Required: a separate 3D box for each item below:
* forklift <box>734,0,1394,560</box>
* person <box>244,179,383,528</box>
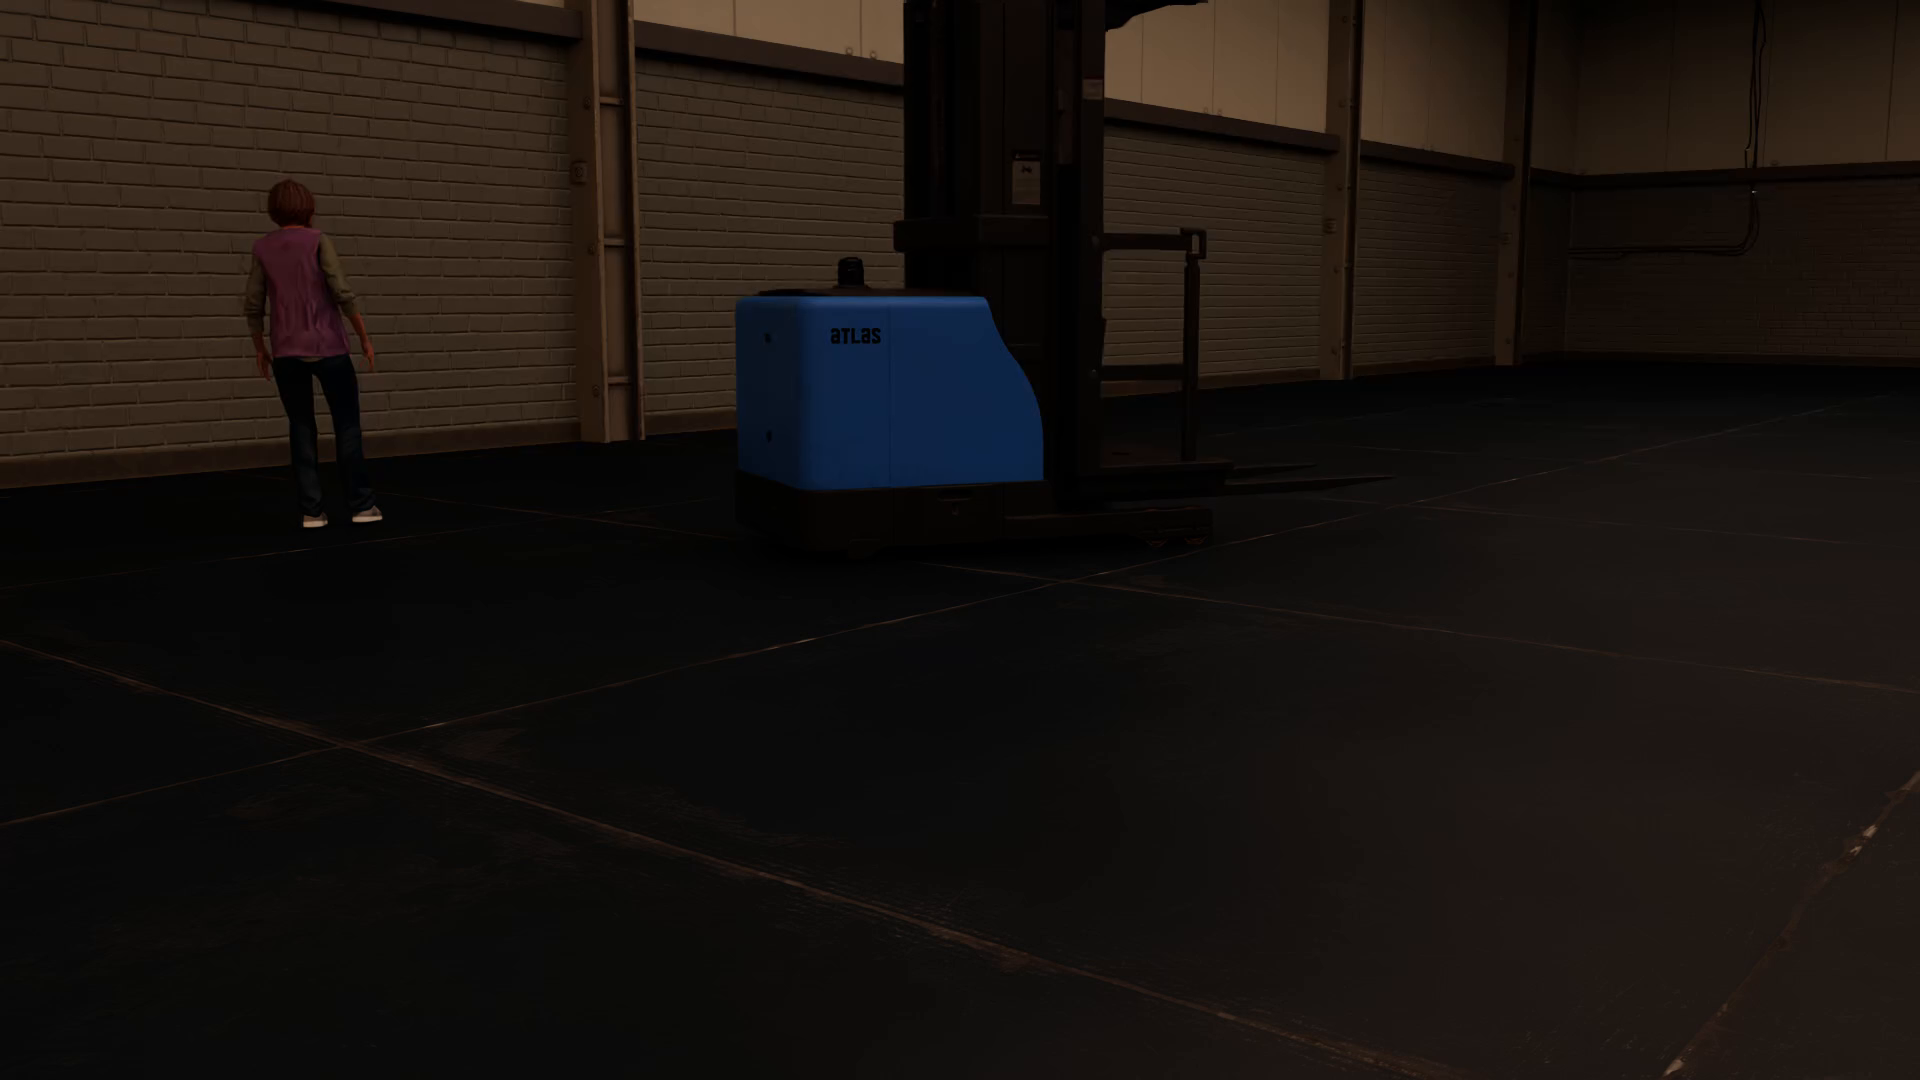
[{"bbox_3d":[0.556,-1.488,7.450,3.031,2.935,1.130,-4,9,-24],"label":"forklift"},{"bbox_3d":[-2.996,-0.858,7.748,0.560,1.602,0.457,0,8,-2],"label":"person"}]
